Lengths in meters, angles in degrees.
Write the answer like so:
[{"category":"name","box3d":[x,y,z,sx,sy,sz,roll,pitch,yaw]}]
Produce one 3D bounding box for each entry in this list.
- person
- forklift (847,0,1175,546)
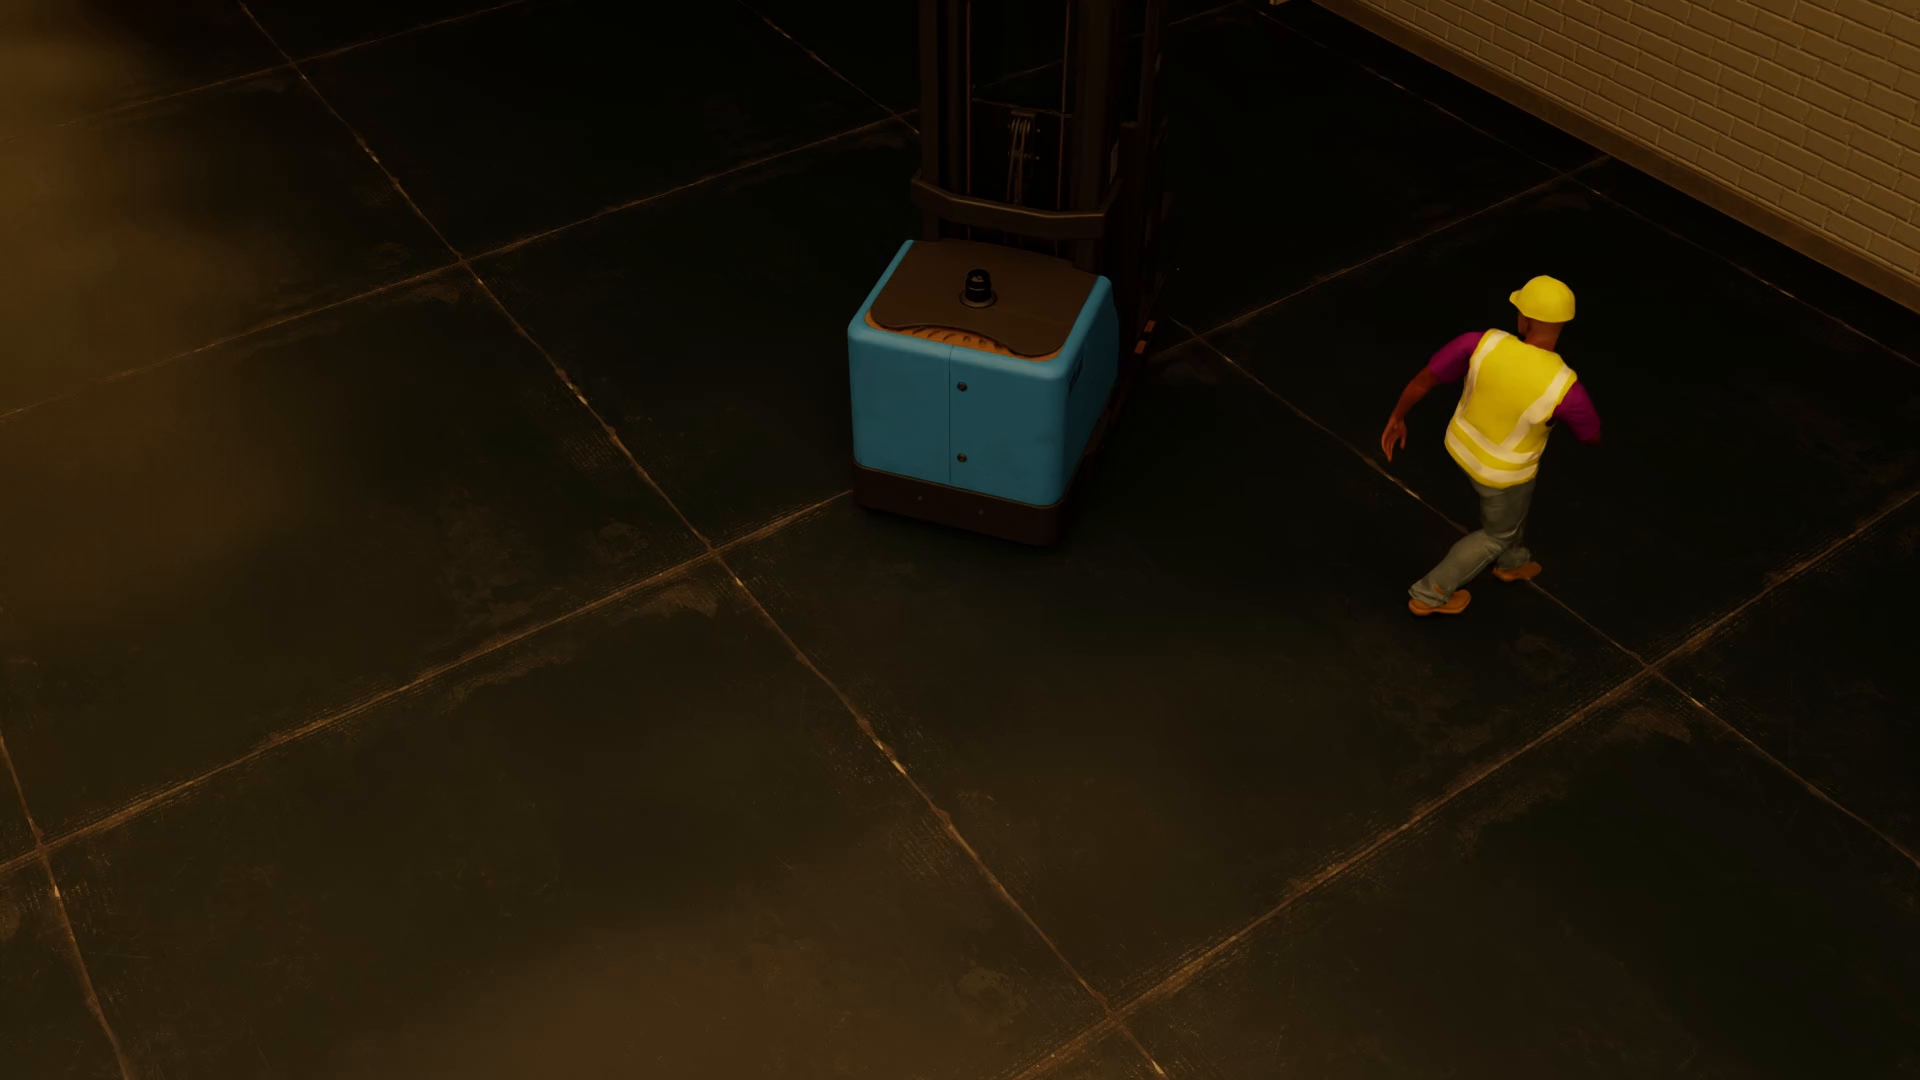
[{"category":"person","box3d":[2.302,-0.353,7.043,0.934,1.741,0.604,-16,45,-17]},{"category":"forklift","box3d":[0.445,-2.060,7.951,1.130,2.935,3.031,13,44,14]}]
